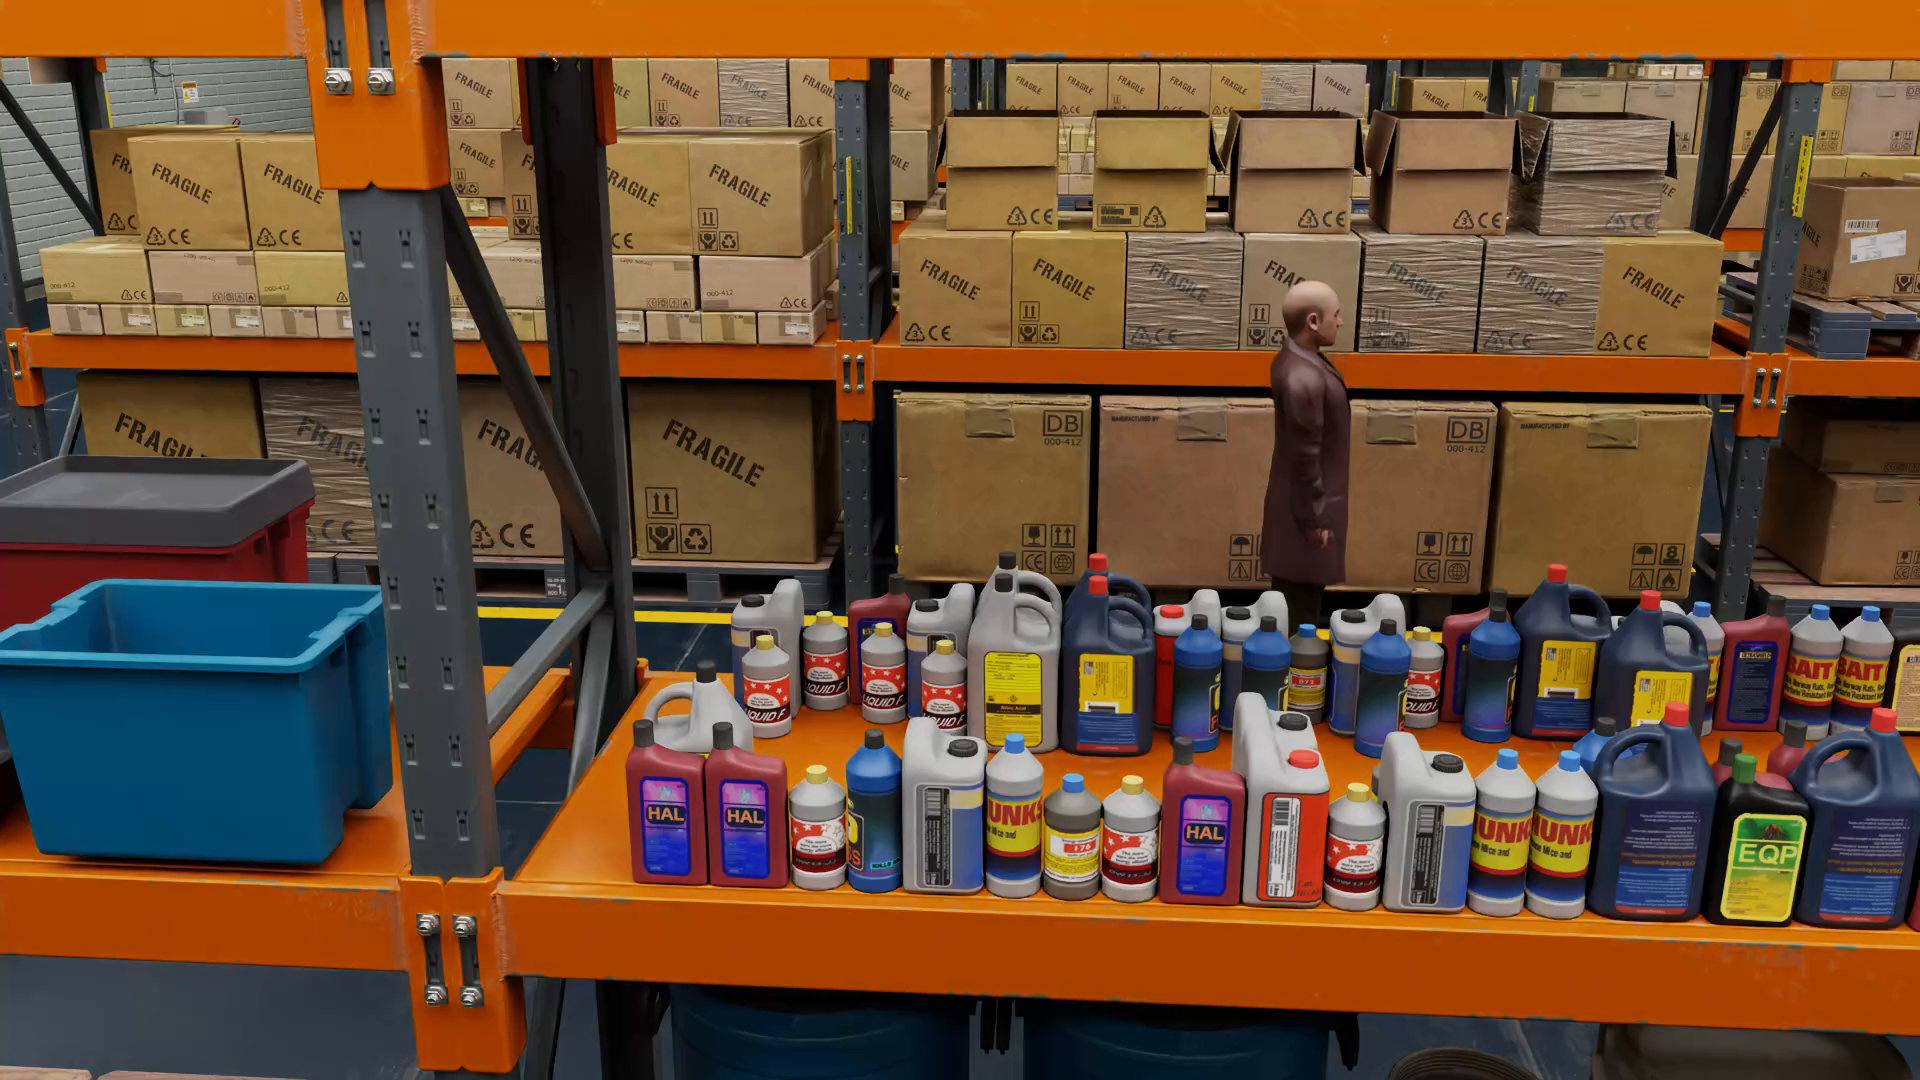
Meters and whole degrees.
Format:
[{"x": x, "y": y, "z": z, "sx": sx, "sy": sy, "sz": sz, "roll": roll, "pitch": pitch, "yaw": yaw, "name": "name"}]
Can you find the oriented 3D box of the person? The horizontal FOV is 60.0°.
[{"x": 1.323, "y": -0.083, "z": 6.419, "sx": 0.435, "sy": 1.831, "sz": 0.566, "roll": 2, "pitch": 17, "yaw": 5, "name": "person"}]
